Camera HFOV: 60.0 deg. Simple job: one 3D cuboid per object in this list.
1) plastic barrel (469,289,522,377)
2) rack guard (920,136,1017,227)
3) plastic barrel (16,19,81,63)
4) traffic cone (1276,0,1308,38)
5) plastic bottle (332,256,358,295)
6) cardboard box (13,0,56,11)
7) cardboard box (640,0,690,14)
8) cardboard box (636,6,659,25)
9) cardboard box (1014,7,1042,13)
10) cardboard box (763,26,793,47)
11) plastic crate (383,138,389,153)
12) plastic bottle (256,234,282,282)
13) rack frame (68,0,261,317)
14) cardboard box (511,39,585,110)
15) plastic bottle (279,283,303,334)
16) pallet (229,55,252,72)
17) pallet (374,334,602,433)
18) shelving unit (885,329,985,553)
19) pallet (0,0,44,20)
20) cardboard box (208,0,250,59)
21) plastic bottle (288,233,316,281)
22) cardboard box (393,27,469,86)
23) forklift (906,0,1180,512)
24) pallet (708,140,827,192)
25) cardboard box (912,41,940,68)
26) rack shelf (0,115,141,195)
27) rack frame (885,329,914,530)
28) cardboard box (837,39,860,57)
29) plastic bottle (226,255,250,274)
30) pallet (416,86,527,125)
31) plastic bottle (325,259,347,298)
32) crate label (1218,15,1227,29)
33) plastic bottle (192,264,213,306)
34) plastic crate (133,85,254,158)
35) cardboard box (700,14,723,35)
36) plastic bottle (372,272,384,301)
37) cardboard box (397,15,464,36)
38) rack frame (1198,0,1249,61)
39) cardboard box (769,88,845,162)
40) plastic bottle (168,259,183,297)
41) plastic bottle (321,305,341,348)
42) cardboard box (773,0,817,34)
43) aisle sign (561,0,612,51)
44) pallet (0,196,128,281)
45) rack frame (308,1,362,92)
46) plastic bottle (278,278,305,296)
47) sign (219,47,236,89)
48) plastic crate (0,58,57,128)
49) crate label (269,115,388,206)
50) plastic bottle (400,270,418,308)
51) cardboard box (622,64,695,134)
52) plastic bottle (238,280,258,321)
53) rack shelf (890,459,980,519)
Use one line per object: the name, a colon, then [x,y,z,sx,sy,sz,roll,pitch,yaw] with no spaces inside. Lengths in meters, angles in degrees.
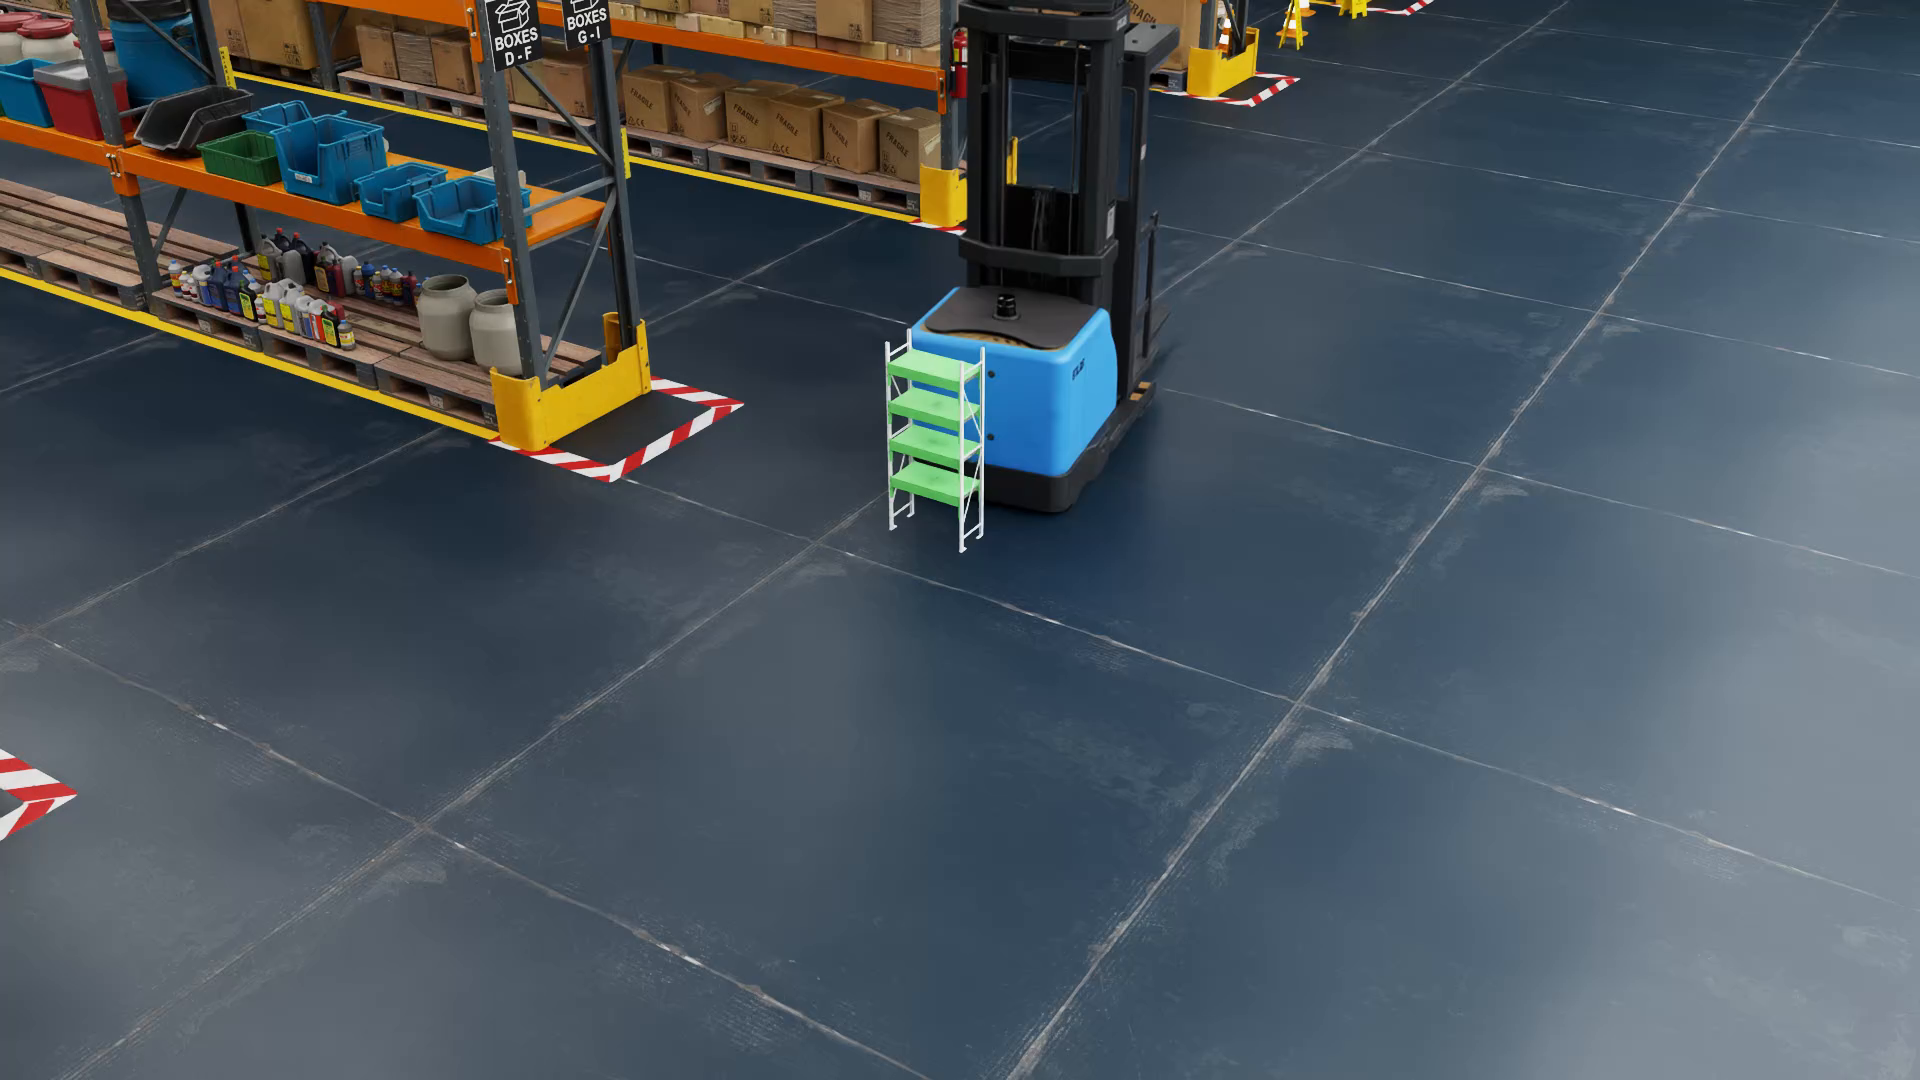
plastic barrel: [-3.082,-1.398,11.221,0.421,0.512,0.421,0,30,0]
rack guard: [0.085,-3.202,14.742,0.348,0.500,1.175,18,35,27]
plastic barrel: [-7.187,-3.824,13.193,0.433,0.535,0.433,0,30,0]
traffic cone: [4.066,-6.395,20.252,0.334,0.463,0.336,18,35,27]
plastic bottle: [-4.601,-2.000,12.468,0.135,0.276,0.152,18,35,28]
cardboard box: [-11.293,-7.192,20.792,0.875,0.875,0.875,18,35,27]
cardboard box: [-2.485,-5.209,15.307,0.500,0.500,0.875,18,35,27]
cardboard box: [-2.785,-4.911,15.440,0.250,0.149,0.380,18,35,27]
cardboard box: [0.745,-6.248,19.175,0.875,0.875,0.875,18,35,28]
cardboard box: [-1.528,-4.498,14.733,0.250,0.149,0.380,18,35,27]
plastic crate: [-4.361,-2.778,11.797,0.437,0.136,0.530,18,35,27]
plastic bottle: [-5.249,-2.154,12.657,0.185,0.351,0.144,18,35,27]
rack frame: [-5.871,-3.219,12.291,0.127,3.000,1.000,18,35,27]
cardboard box: [-4.141,-4.753,16.964,0.500,0.500,0.700,17,34,27]
plastic bottle: [-4.731,-1.657,11.806,0.185,0.351,0.144,19,35,29]
pallet: [-8.283,-5.771,19.432,1.213,0.211,1.003,18,35,27]
pallet: [-3.258,-1.163,11.534,1.213,0.211,1.003,18,35,27]
shelving unit: [-0.140,-0.563,9.524,0.503,1.200,0.258,18,35,27]
pallet: [-11.654,-6.835,21.257,1.213,0.211,1.003,18,35,27]
cardboard box: [-7.951,-6.104,18.928,0.875,0.875,1.225,18,35,27]
plastic bottle: [-5.010,-2.164,12.675,0.185,0.351,0.144,16,34,25]
cardboard box: [-5.571,-5.201,17.732,0.500,0.500,0.700,15,33,23]
forklift: [0.688,-2.157,10.539,1.130,2.935,3.031,11,32,19]
pallet: [-1.613,-3.637,15.775,1.213,0.211,1.003,18,35,27]
cardboard box: [-0.202,-4.141,14.121,0.250,0.149,0.380,18,35,27]
rack shelf: [-7.565,-3.444,13.391,4.000,0.370,1.077,18,35,27]
rack frame: [-0.347,-0.628,9.636,0.015,1.200,0.240,18,35,27]
cardboard box: [-0.856,-4.327,14.439,0.250,0.149,0.380,18,35,27]
plastic bottle: [-5.332,-1.933,12.279,0.185,0.351,0.144,18,35,27]
pallet: [-4.936,-4.663,17.533,1.213,0.211,1.003,18,35,27]
plastic bottle: [-4.657,-1.957,12.387,0.133,0.283,0.061,18,35,27]
crate label: [3.367,-6.438,20.650,0.298,0.136,0.250,1,30,2]
plastic bottle: [-5.546,-1.885,12.271,0.135,0.276,0.152,19,35,29]
plastic crate: [-5.496,-2.998,11.973,0.504,0.338,0.767,18,35,27]
cardboard box: [-2.144,-4.714,15.103,0.250,0.149,0.380,18,35,27]
plastic bottle: [-4.312,-1.893,12.358,0.097,0.201,0.097,0,30,0]
cardboard box: [-5.588,-5.534,17.559,0.500,0.250,0.500,22,37,33]
rack frame: [2.872,-6.351,17.660,0.127,3.000,1.000,18,35,27]
cardboard box: [-1.415,-3.859,15.451,0.500,0.500,0.500,21,36,32]
plastic bottle: [-5.835,-1.958,12.400,0.097,0.271,0.097,0,30,0]
plastic bottle: [-4.381,-1.493,11.591,0.133,0.283,0.061,18,35,29]
cardboard box: [-1.189,-4.827,14.653,0.500,0.500,0.875,18,35,27]
aisle sign: [-2.267,-3.376,9.980,0.004,0.787,0.394,18,35,27]
pallet: [-7.595,-2.535,13.885,1.213,0.211,1.003,18,35,27]
rack frame: [-6.626,-6.404,17.751,0.127,3.000,1.000,18,35,27]
plastic bottle: [-4.831,-1.745,12.030,0.135,0.276,0.152,18,35,27]
sign: [-5.570,-3.570,12.619,0.005,0.325,0.100,18,35,27]
plastic crate: [-6.971,-3.375,12.574,0.575,0.384,0.392,18,35,27]
crate label: [-4.186,-2.540,11.092,0.616,0.435,0.502,18,35,27]
plastic bottle: [-4.035,-1.851,12.206,0.133,0.283,0.061,18,35,28]
cardboard box: [-2.921,-4.310,16.225,0.500,0.500,0.500,16,34,26]
plastic bottle: [-5.131,-1.730,11.997,0.133,0.283,0.061,19,35,29]
rack shelf: [-0.140,-0.300,9.677,0.480,0.148,0.258,18,35,27]
